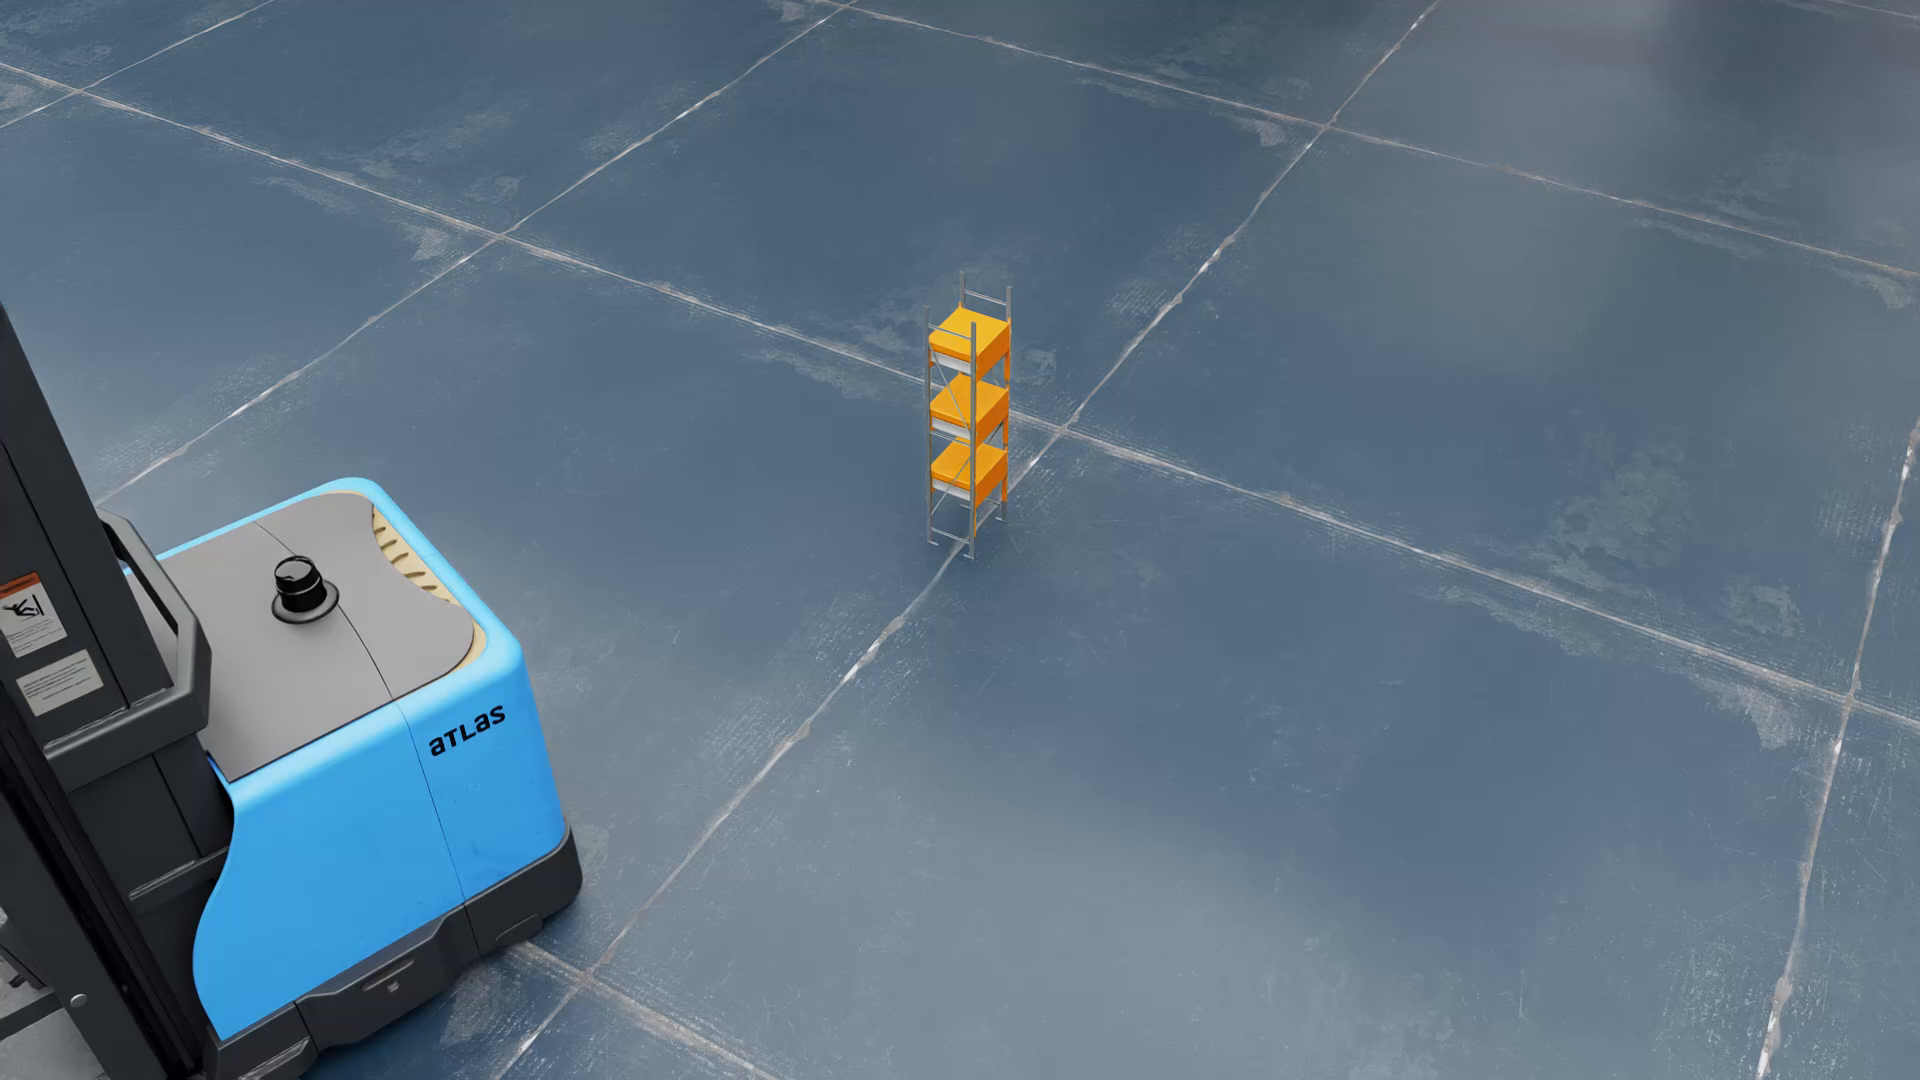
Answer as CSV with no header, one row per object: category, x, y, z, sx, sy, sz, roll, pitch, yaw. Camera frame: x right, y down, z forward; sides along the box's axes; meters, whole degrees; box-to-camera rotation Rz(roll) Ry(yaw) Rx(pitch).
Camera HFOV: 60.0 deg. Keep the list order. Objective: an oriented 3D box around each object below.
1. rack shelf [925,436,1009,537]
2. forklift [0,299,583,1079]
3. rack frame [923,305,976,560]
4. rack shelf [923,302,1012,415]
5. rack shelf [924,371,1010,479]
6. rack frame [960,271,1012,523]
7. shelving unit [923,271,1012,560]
rack shelf,0.027,-0.208,6.128,0.215,0.259,0.240,21,45,22
forklift,-2.587,0.364,3.619,3.031,2.935,1.130,-29,49,-29
rack frame,-0.034,-0.355,5.859,0.200,1.050,0.008,21,45,22
rack shelf,0.027,-0.630,5.757,0.215,0.259,0.240,21,45,22
rack shelf,0.027,-0.417,5.945,0.215,0.259,0.240,21,45,22
rack frame,0.088,-0.494,6.017,0.200,1.050,0.008,21,45,22
shelving unit,0.027,-0.425,5.938,0.215,1.050,0.252,21,45,22
